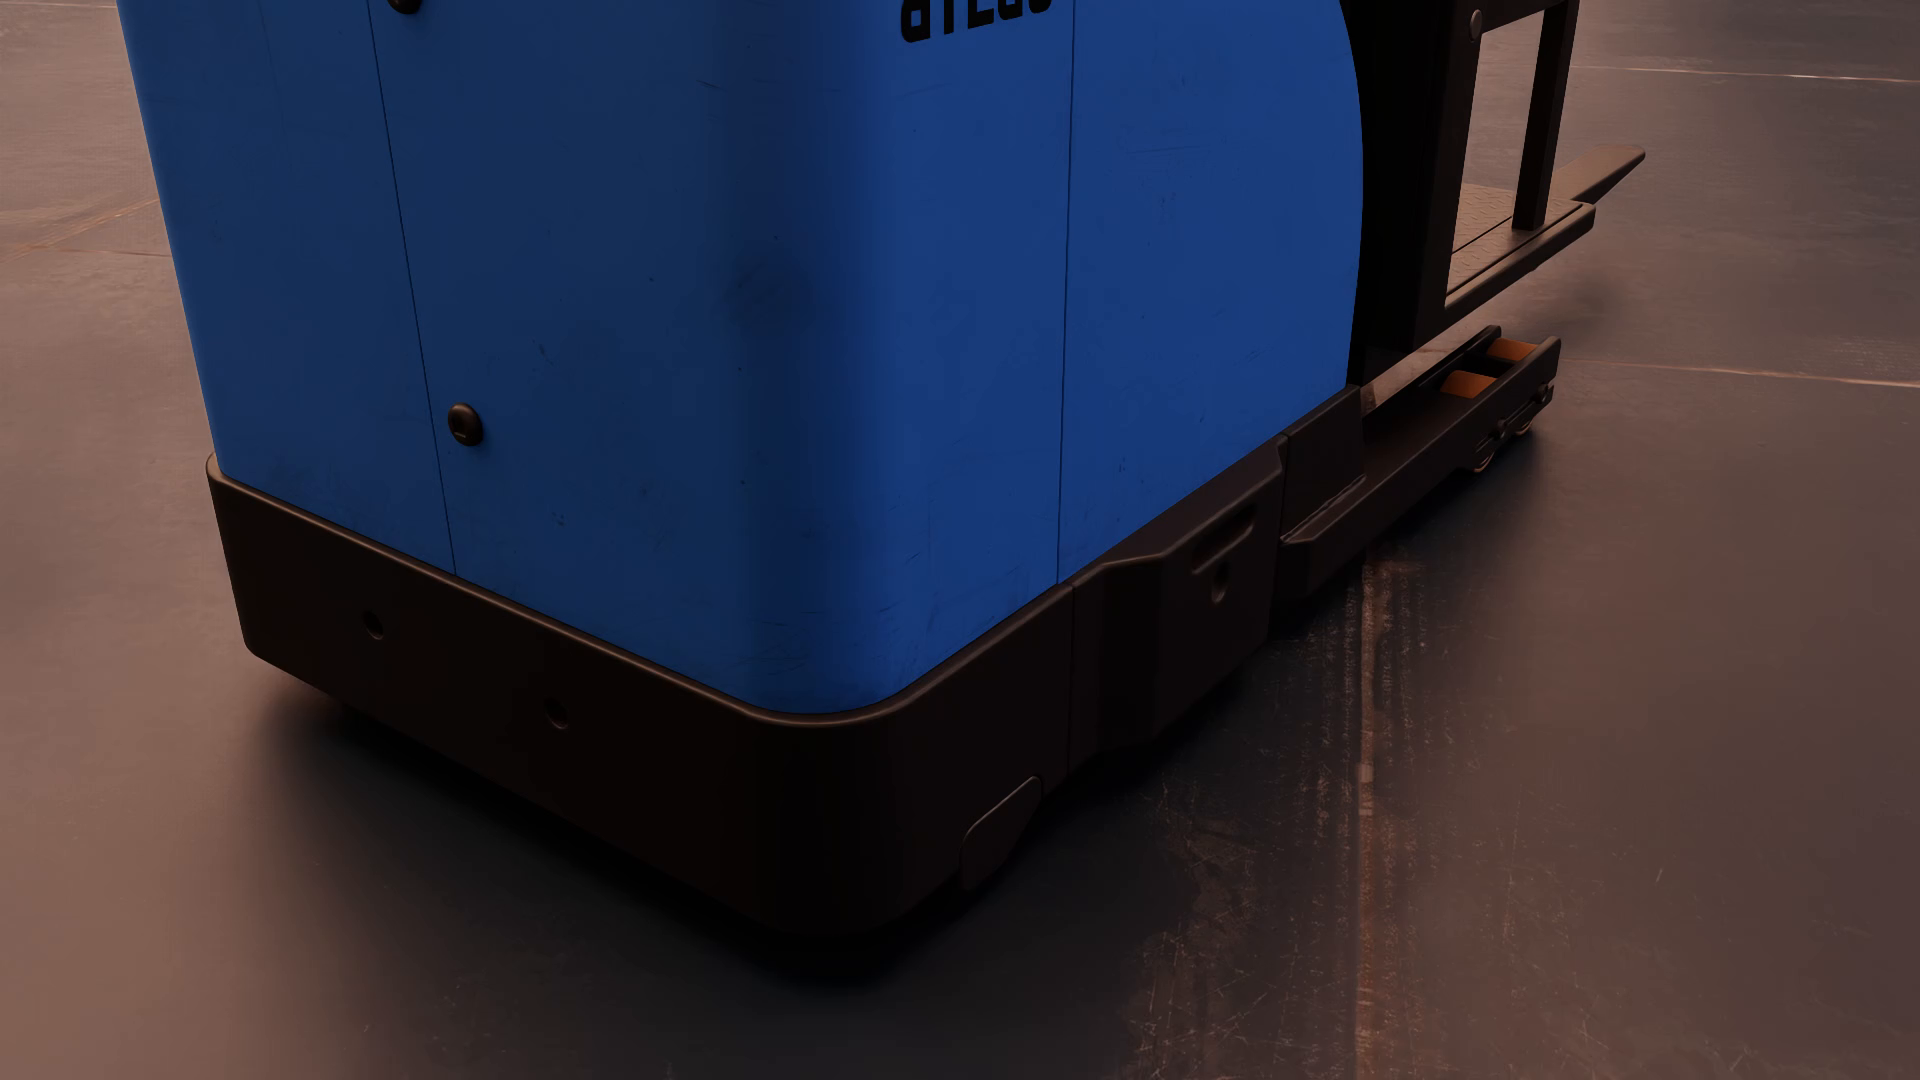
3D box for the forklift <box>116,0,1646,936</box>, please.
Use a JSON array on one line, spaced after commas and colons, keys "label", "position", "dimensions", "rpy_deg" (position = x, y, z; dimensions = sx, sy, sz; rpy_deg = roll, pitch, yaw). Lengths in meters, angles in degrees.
[{"label": "forklift", "position": [0.372, -1.534, 2.288], "dimensions": [1.130, 2.935, 3.031], "rpy_deg": [18, 32, 32]}]
